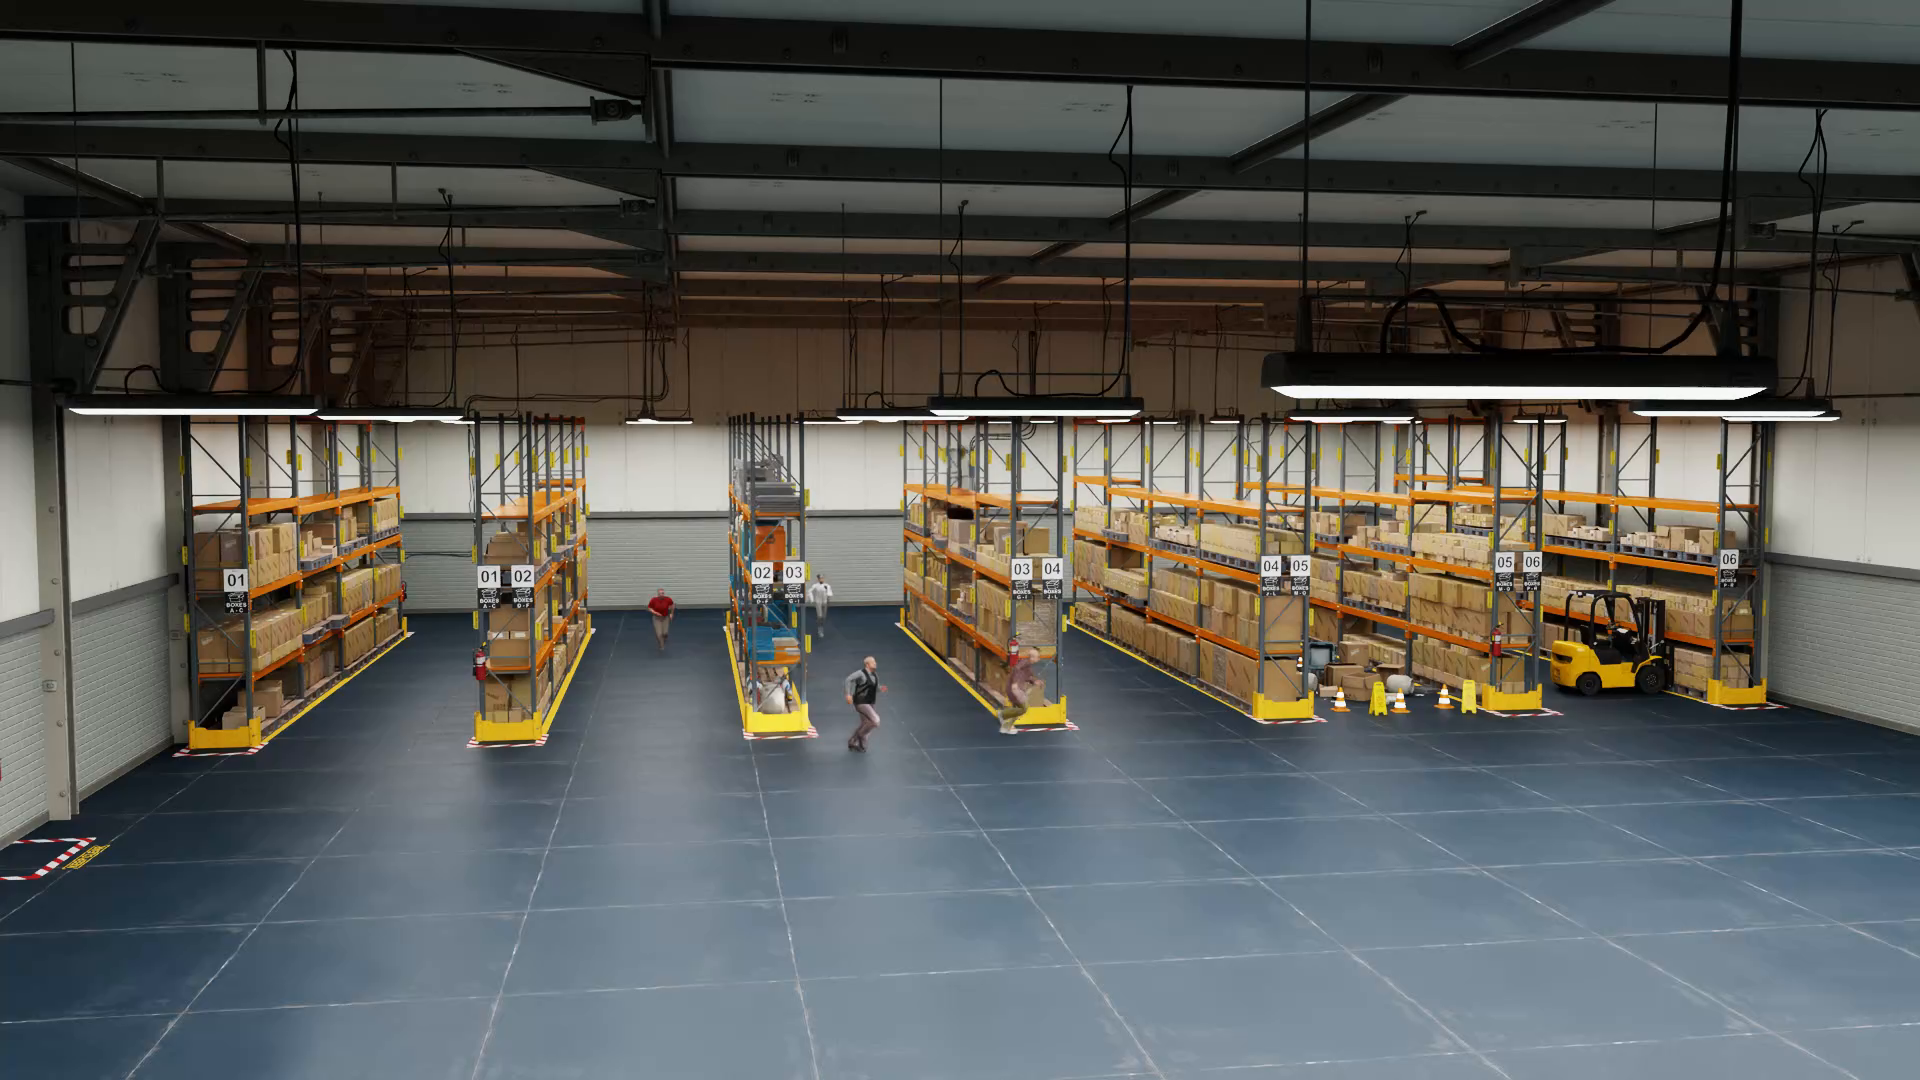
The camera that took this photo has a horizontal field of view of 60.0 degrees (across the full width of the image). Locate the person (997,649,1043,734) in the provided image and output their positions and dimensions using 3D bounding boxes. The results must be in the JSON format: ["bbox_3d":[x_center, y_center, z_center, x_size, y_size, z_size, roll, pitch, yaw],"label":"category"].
[{"bbox_3d":[1.121,2.831,30.931,0.872,1.597,0.735,0,4,3],"label":"person"}]

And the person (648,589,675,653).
[{"bbox_3d":[-7.562,2.050,42.141,0.654,1.657,0.752,-1,4,-10],"label":"person"}]

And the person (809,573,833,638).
[{"bbox_3d":[-3.807,1.776,45.586,0.586,1.748,0.777,-1,4,-21],"label":"person"}]

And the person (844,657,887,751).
[{"bbox_3d":[-1.640,2.885,29.180,0.753,1.668,0.691,2,4,28],"label":"person"}]
